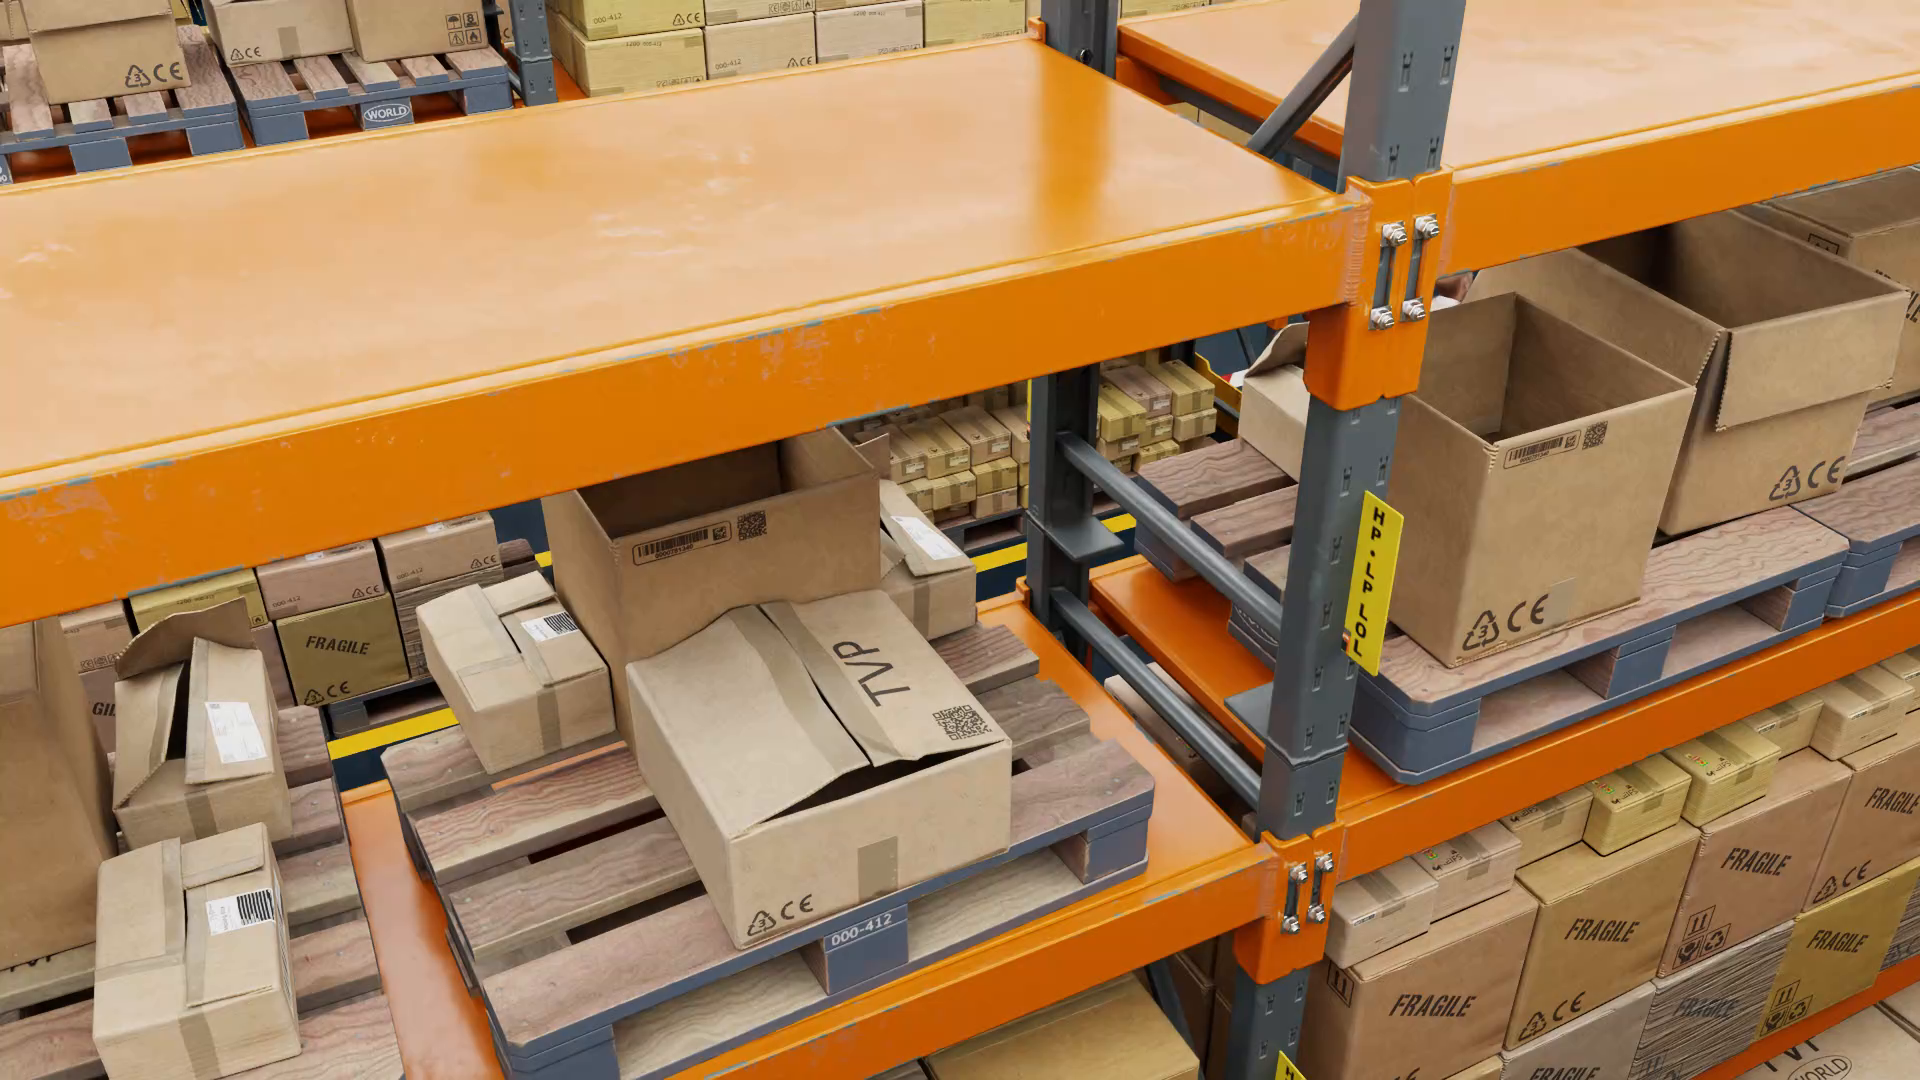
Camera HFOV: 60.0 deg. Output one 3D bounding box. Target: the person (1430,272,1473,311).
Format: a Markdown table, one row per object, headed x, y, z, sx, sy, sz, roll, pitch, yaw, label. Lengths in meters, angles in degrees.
| x | y | z | sx | sy | sz | roll | pitch | yaw | label |
| --- | --- | --- | --- | --- | --- | --- | --- | --- | --- |
| 2.547 | -0.680 | 8.701 | 1.130 | 1.721 | 0.643 | -19 | 37 | -27 | person |
